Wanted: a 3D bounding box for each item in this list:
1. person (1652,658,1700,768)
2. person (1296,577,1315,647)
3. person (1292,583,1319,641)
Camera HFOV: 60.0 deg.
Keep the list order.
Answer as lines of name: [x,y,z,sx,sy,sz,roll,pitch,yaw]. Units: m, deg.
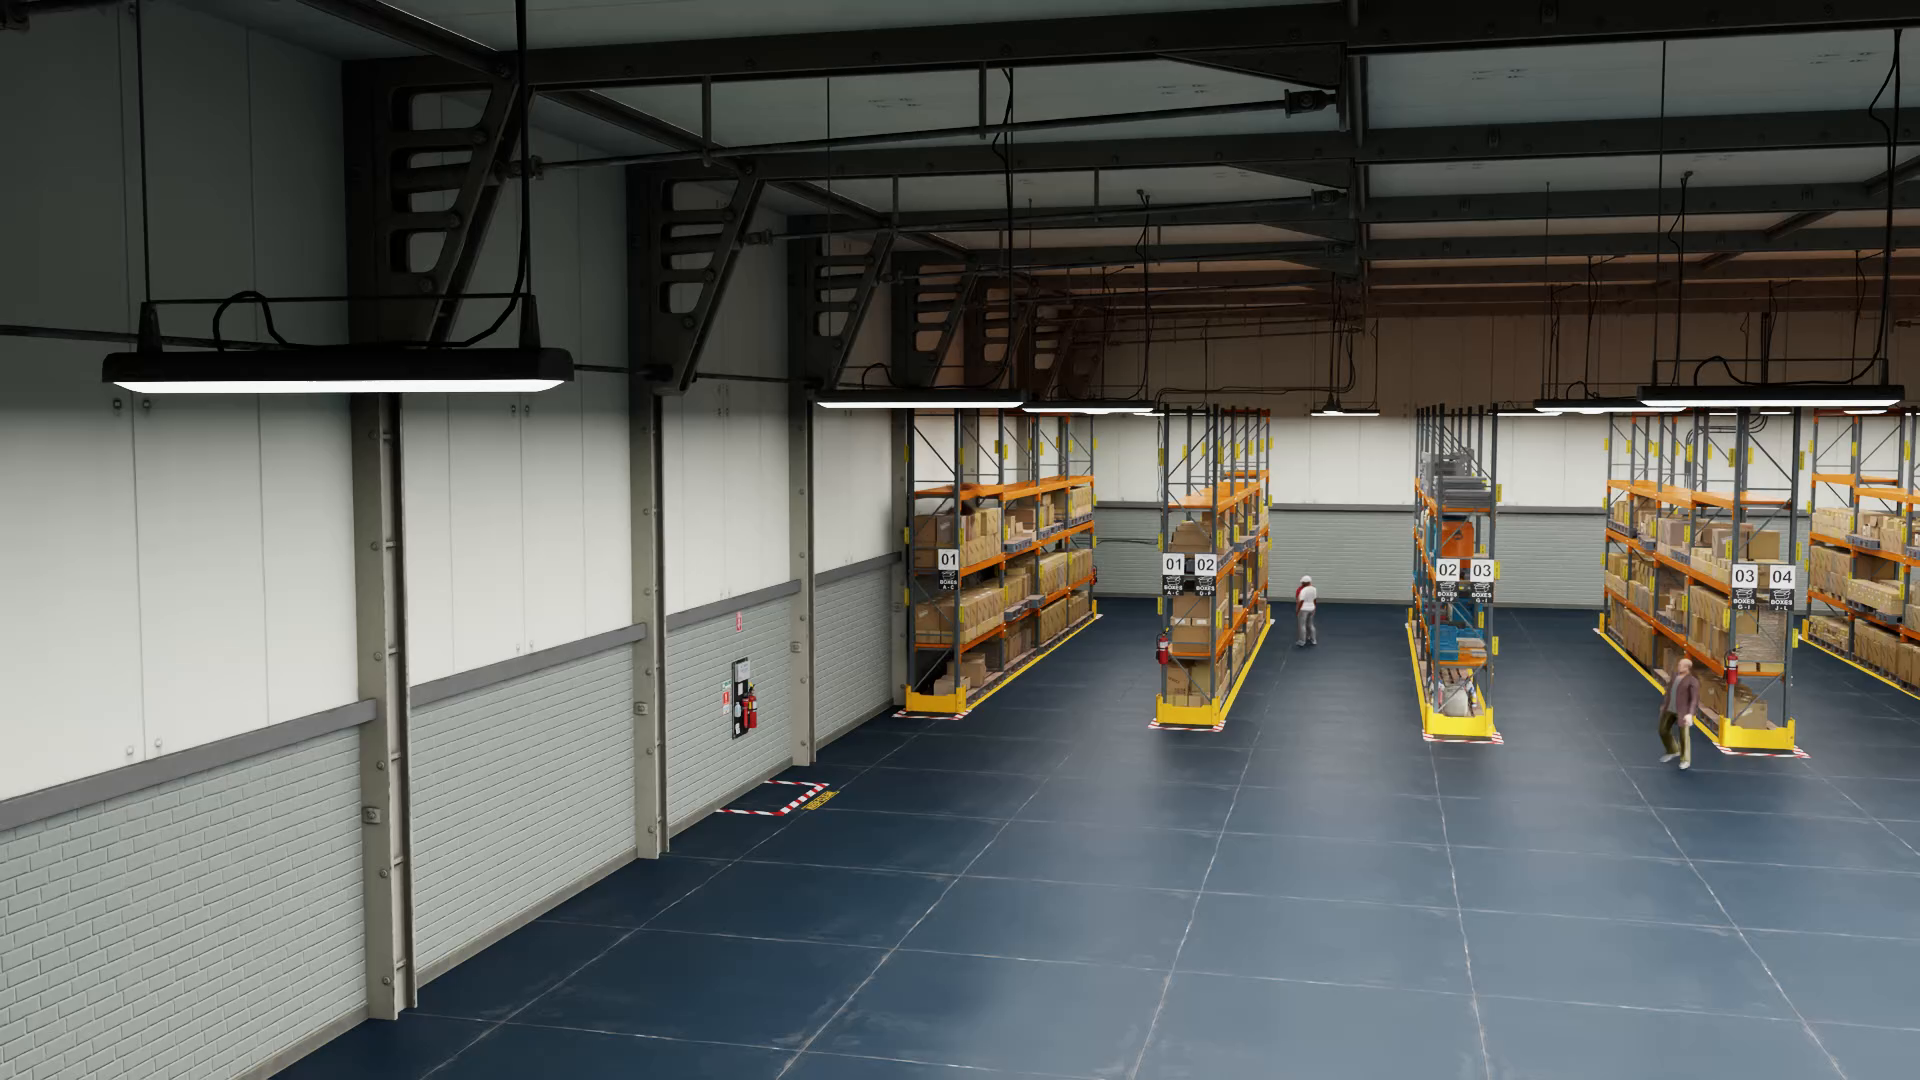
person: [11.812,2.851,27.422,0.730,1.836,0.478,3,5,39]
person: [8.730,1.796,41.963,0.436,1.765,0.605,4,6,45]
person: [8.810,1.812,42.400,0.675,1.660,0.799,1,4,12]
